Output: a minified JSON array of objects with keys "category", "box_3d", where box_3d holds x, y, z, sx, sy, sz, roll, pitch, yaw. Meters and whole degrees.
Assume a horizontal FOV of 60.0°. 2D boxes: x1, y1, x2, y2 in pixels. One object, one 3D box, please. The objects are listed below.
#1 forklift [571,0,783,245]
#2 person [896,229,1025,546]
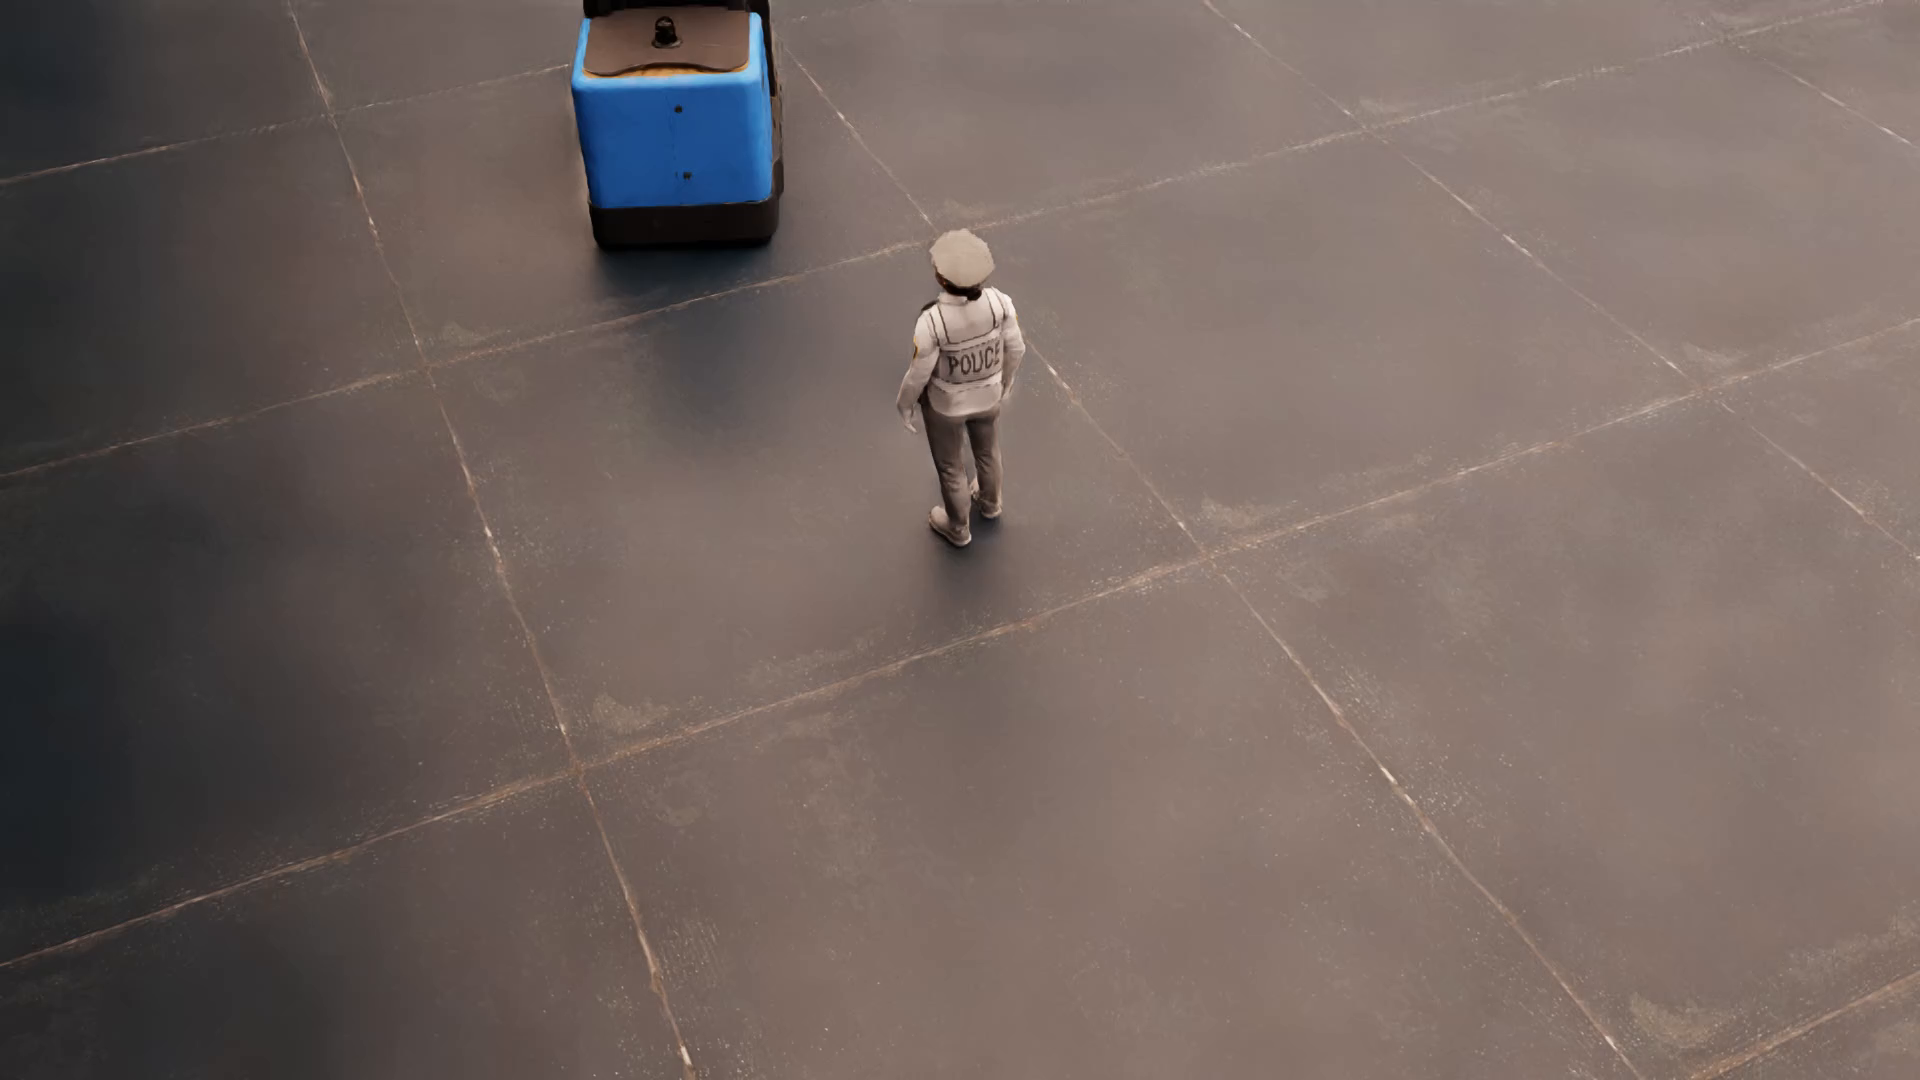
[{"category":"forklift","box_3d":[-1.707,-3.762,9.712,1.130,2.935,3.031,-3,43,-4]},{"category":"person","box_3d":[-0.022,-0.669,7.292,0.586,1.695,0.533,-18,46,-18]}]
